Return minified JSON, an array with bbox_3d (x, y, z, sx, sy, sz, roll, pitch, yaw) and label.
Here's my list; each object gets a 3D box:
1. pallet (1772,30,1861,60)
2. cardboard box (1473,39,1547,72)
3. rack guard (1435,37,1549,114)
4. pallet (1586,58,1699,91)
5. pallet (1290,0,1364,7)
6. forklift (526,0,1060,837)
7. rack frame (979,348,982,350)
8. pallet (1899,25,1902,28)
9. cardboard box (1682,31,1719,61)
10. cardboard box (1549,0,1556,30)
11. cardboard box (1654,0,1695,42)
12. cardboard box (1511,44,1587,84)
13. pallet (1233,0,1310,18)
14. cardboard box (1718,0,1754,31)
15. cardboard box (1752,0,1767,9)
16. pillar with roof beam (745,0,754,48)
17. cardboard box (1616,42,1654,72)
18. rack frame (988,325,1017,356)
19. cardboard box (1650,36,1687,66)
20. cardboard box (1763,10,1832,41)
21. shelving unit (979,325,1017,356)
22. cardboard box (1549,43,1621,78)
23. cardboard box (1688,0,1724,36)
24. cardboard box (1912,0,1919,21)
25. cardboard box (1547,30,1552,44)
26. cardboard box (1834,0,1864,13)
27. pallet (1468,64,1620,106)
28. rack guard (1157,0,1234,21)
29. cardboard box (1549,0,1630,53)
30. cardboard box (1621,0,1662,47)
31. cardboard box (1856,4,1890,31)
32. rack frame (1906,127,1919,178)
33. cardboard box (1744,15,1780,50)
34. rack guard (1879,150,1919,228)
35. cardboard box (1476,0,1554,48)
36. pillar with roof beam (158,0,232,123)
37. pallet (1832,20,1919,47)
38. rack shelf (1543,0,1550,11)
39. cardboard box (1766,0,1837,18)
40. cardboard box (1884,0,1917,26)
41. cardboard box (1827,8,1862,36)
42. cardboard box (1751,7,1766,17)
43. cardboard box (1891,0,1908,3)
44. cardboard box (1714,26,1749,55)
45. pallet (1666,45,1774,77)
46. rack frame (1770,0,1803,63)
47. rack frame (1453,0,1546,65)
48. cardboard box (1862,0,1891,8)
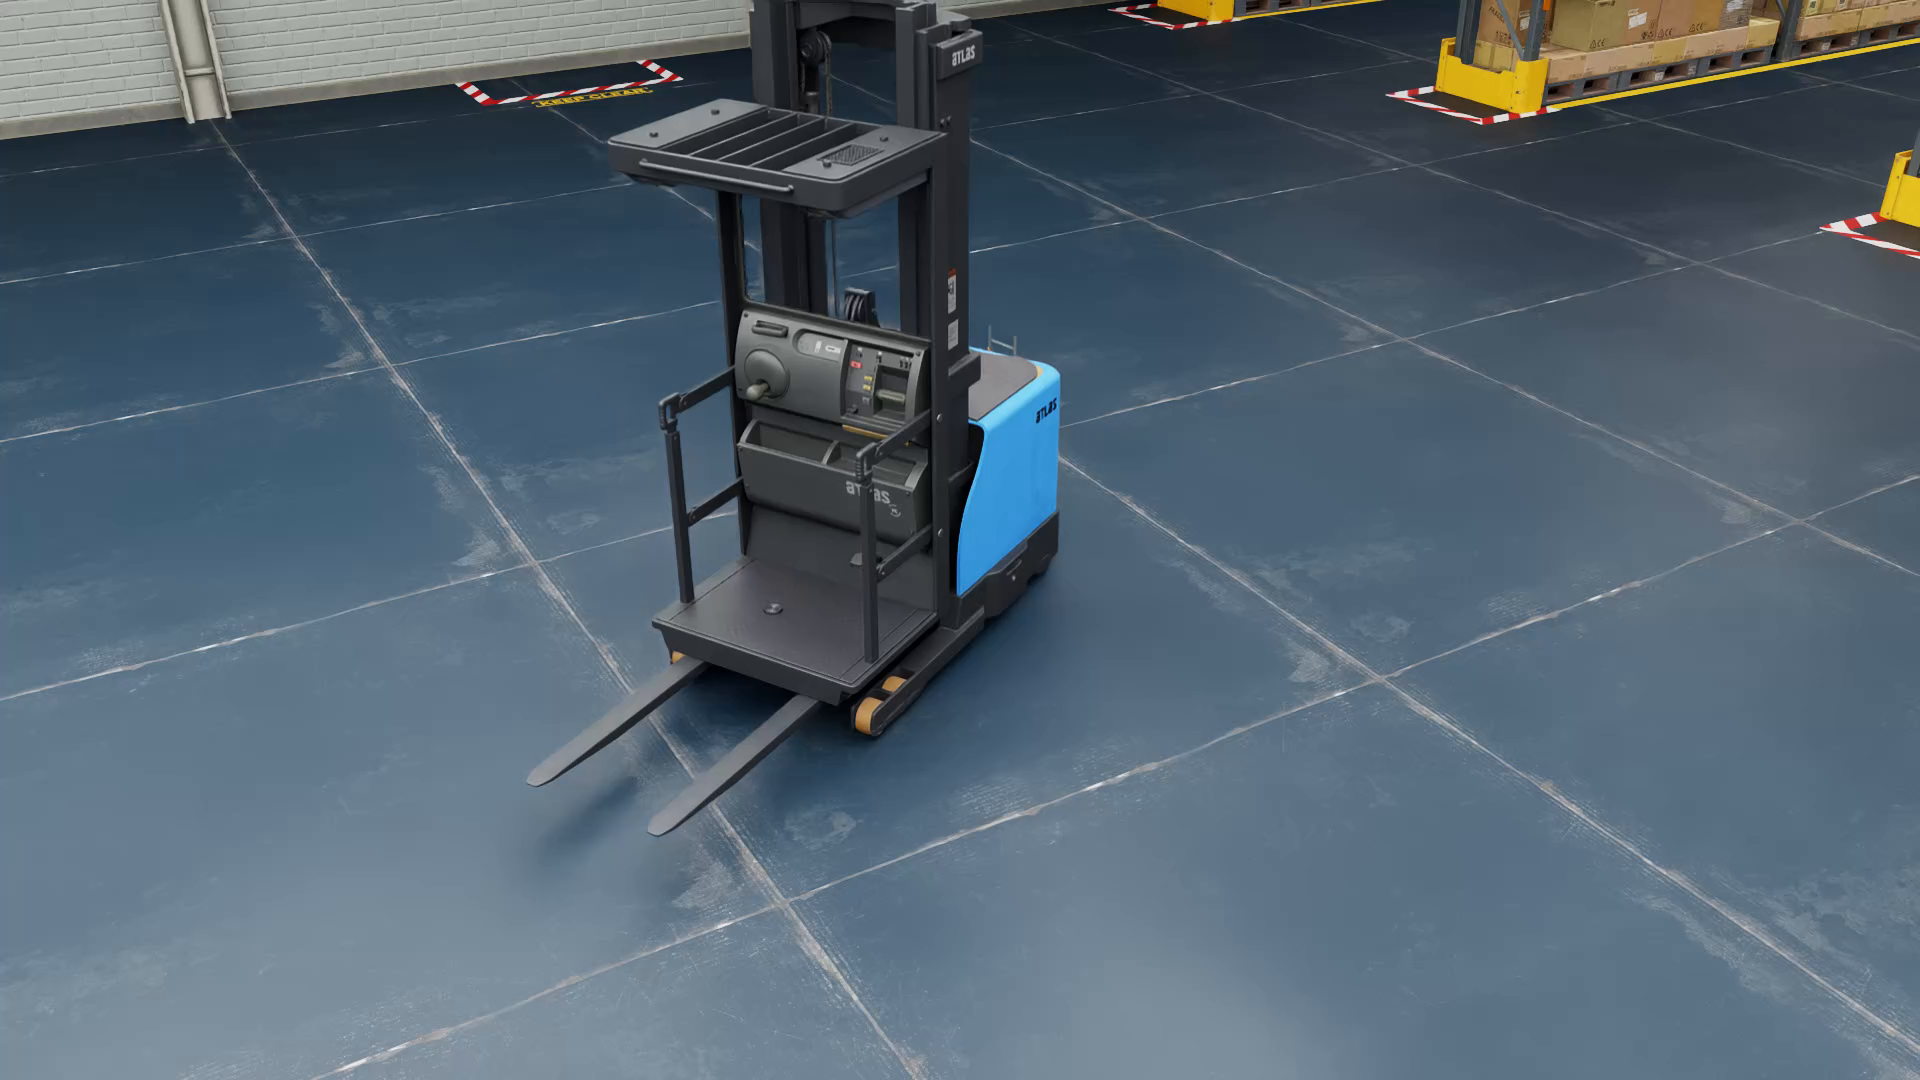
[{"bbox_3d":[9.418,-5.738,18.928,1.213,0.211,1.003,-16,33,-26],"label":"pallet"},{"bbox_3d":[5.667,-5.017,17.148,0.500,0.250,0.500,-16,33,-26],"label":"cardboard box"},{"bbox_3d":[5.334,-4.682,16.717,0.348,0.500,1.175,-16,33,-26],"label":"rack guard"},{"bbox_3d":[7.043,-5.063,17.706,1.213,0.211,1.003,-16,33,-26],"label":"pallet"},{"bbox_3d":[4.676,-7.124,21.440,1.213,0.211,1.003,-16,33,-26],"label":"pallet"},{"bbox_3d":[-0.670,-0.686,6.960,1.130,2.935,3.031,16,32,26],"label":"forklift"},{"bbox_3d":[0.039,-0.532,8.627,0.008,1.050,0.200,-24,37,-37],"label":"rack frame"},{"bbox_3d":[11.522,-6.335,20.010,1.213,0.211,1.003,-16,33,-26],"label":"pallet"},{"bbox_3d":[7.654,-5.290,17.643,0.500,0.250,0.500,-16,33,-26],"label":"cardboard box"},{"bbox_3d":[6.521,-5.597,17.423,0.500,0.500,0.500,-16,33,-26],"label":"cardboard box"},{"bbox_3d":[7.224,-5.496,17.239,0.500,0.500,0.500,-16,33,-26],"label":"cardboard box"},{"bbox_3d":[5.929,-4.801,16.757,0.500,0.250,0.500,-16,33,-26],"label":"cardboard box"},{"bbox_3d":[3.625,-6.827,20.903,1.213,0.211,1.003,-16,33,-26],"label":"pallet"},{"bbox_3d":[8.077,-5.748,17.696,0.500,0.500,0.500,-16,33,-26],"label":"cardboard box"},{"bbox_3d":[9.007,-6.206,18.721,0.500,0.311,0.500,-16,33,-26],"label":"cardboard box"},{"bbox_3d":[0.015,-7.742,13.464,0.400,9.000,9.100,-16,33,-26],"label":"pillar with roof beam"},{"bbox_3d":[6.790,-5.047,17.203,0.500,0.250,0.500,-16,33,-26],"label":"cardboard box"},{"bbox_3d":[0.219,-0.612,8.773,0.008,1.050,0.200,-24,37,-37],"label":"rack frame"},{"bbox_3d":[7.223,-5.168,17.421,0.500,0.250,0.500,-16,33,-26],"label":"cardboard box"},{"bbox_3d":[9.276,-5.737,18.453,0.500,0.250,0.500,-17,33,-27],"label":"cardboard box"},{"bbox_3d":[0.129,-0.572,8.700,0.252,1.050,0.215,-24,37,-37],"label":"shelving unit"},{"bbox_3d":[6.359,-4.925,16.981,0.500,0.250,0.500,-16,33,-26],"label":"cardboard box"},{"bbox_3d":[7.648,-5.624,17.471,0.500,0.500,0.500,-16,33,-26],"label":"cardboard box"},{"bbox_3d":[11.044,-6.241,19.366,0.500,0.250,0.500,-15,32,-25],"label":"cardboard box"},{"bbox_3d":[6.092,-5.144,17.378,0.500,0.250,0.500,-16,33,-26],"label":"cardboard box"},{"bbox_3d":[9.720,-6.105,18.539,0.500,0.311,0.500,-16,33,-27],"label":"cardboard box"},{"bbox_3d":[5.992,-4.766,17.168,1.213,0.211,1.003,-16,33,-26],"label":"pallet"},{"bbox_3d":[2.907,-6.770,20.499,0.348,0.500,1.175,-16,33,-26],"label":"rack guard"},{"bbox_3d":[6.359,-5.253,16.799,0.500,0.500,0.500,-16,33,-26],"label":"cardboard box"},{"bbox_3d":[6.784,-5.381,17.030,0.500,0.500,0.500,-16,33,-26],"label":"cardboard box"},{"bbox_3d":[10.163,-5.990,18.910,0.500,0.250,0.500,-17,33,-28],"label":"cardboard box"},{"bbox_3d":[7.861,-3.718,12.383,0.127,3.000,1.000,-16,33,-26],"label":"rack frame"},{"bbox_3d":[8.514,-5.537,18.090,0.500,0.250,0.500,-16,33,-26],"label":"cardboard box"},{"bbox_3d":[7.902,-2.662,13.056,0.348,0.500,1.175,-16,33,-26],"label":"rack guard"},{"bbox_3d":[5.666,-5.346,16.968,0.500,0.500,0.500,-16,33,-26],"label":"cardboard box"},{"bbox_3d":[-5.158,-6.273,10.803,0.400,9.000,9.100,-16,33,-26],"label":"pillar with roof beam"},{"bbox_3d":[10.471,-6.038,19.473,1.213,0.211,1.003,-16,33,-26],"label":"pallet"},{"bbox_3d":[7.079,-5.957,17.185,4.000,0.370,1.077,-16,33,-26],"label":"rack shelf"},{"bbox_3d":[9.285,-5.985,18.321,0.500,0.311,0.500,-16,33,-26],"label":"cardboard box"},{"bbox_3d":[10.602,-6.114,19.135,0.500,0.250,0.500,-15,32,-25],"label":"cardboard box"},{"bbox_3d":[9.718,-5.862,18.679,0.500,0.250,0.500,-15,32,-25],"label":"cardboard box"},{"bbox_3d":[9.014,-5.964,18.864,0.500,0.250,0.500,-16,33,-27],"label":"cardboard box"},{"bbox_3d":[10.610,-6.362,19.004,0.500,0.311,0.500,-15,32,-25],"label":"cardboard box"},{"bbox_3d":[8.078,-5.419,17.876,0.500,0.250,0.500,-16,33,-26],"label":"cardboard box"},{"bbox_3d":[8.096,-5.364,18.251,1.213,0.211,1.003,-16,33,-26],"label":"pallet"},{"bbox_3d":[8.803,-6.762,17.898,0.127,3.000,1.000,-16,33,-26],"label":"rack frame"},{"bbox_3d":[5.354,-5.783,16.124,0.127,3.000,1.000,-16,33,-26],"label":"rack frame"},{"bbox_3d":[10.165,-6.232,18.769,0.500,0.311,0.500,-17,33,-28],"label":"cardboard box"}]
